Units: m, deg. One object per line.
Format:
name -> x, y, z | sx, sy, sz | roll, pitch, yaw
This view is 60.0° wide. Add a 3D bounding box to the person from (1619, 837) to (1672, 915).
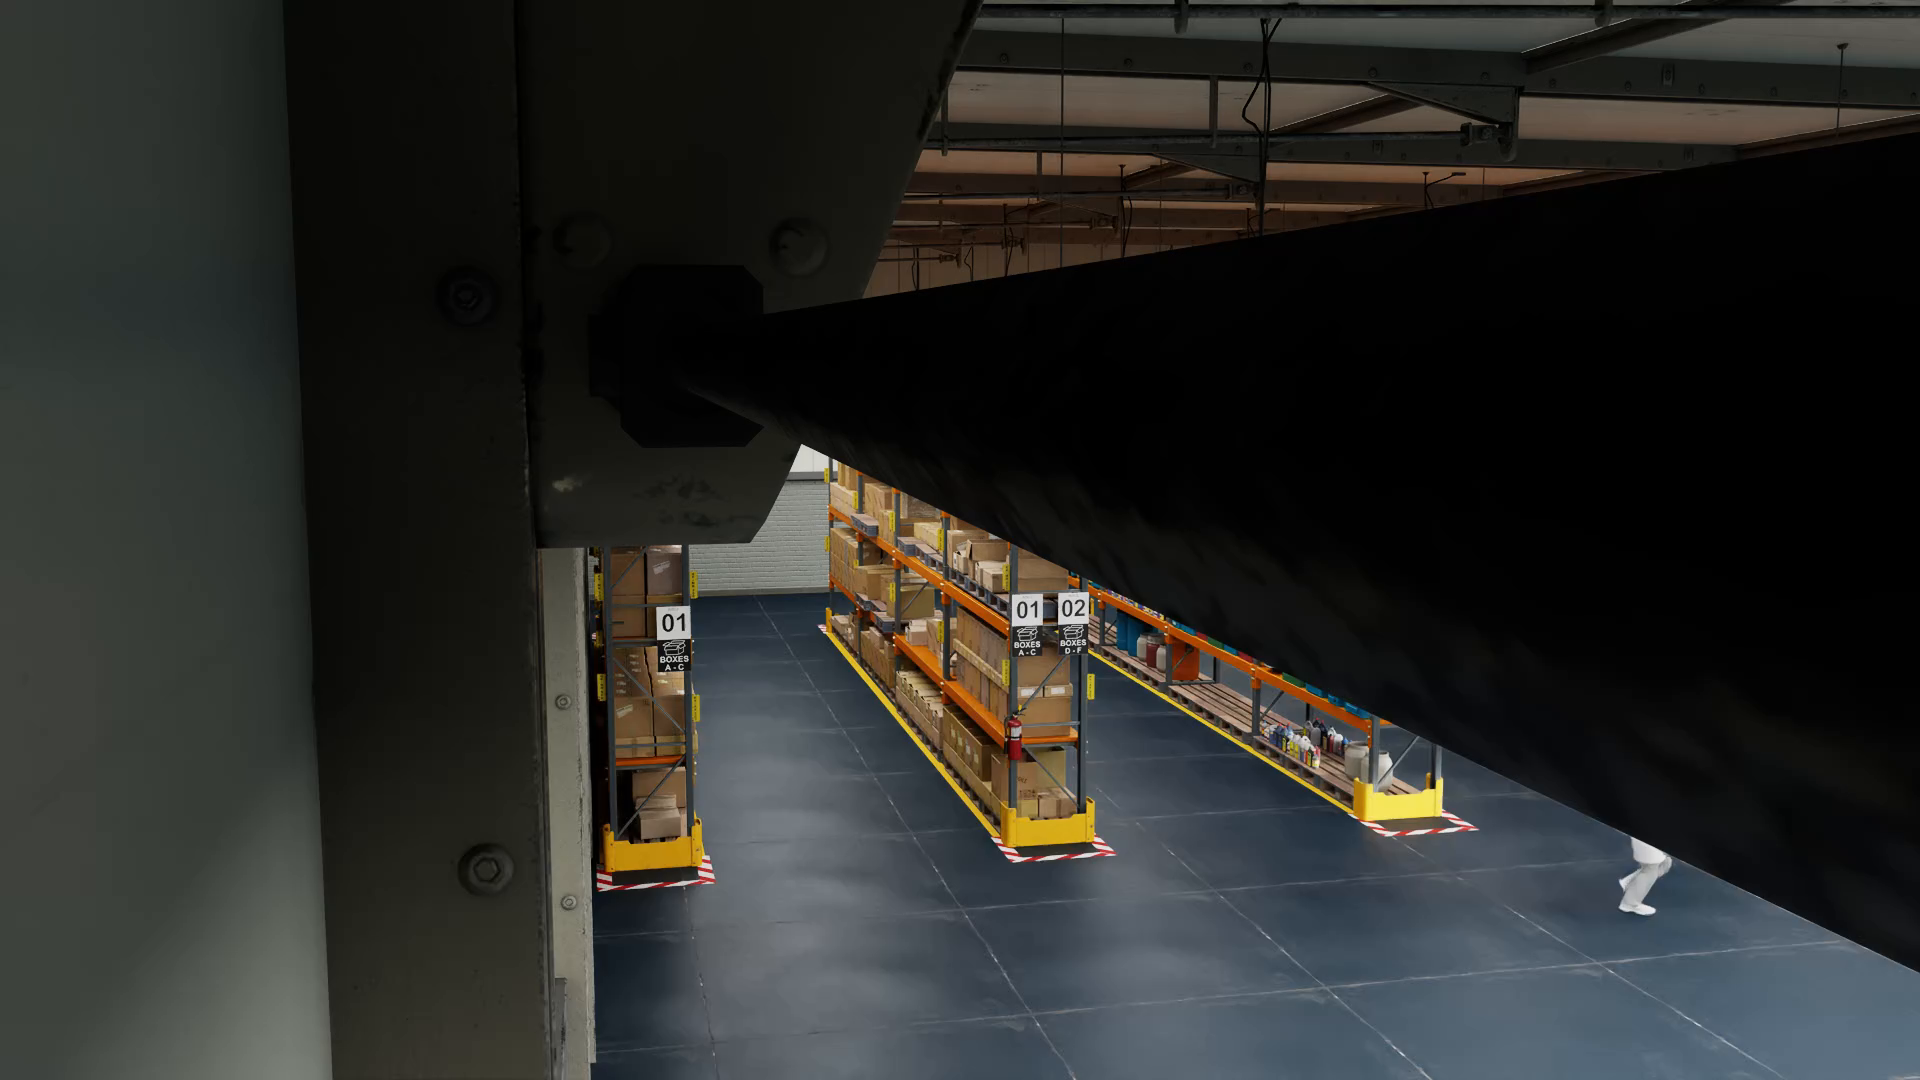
person -> 7.653, 3.286, 18.375 | 0.621, 1.743, 0.711 | 2, 7, 15
